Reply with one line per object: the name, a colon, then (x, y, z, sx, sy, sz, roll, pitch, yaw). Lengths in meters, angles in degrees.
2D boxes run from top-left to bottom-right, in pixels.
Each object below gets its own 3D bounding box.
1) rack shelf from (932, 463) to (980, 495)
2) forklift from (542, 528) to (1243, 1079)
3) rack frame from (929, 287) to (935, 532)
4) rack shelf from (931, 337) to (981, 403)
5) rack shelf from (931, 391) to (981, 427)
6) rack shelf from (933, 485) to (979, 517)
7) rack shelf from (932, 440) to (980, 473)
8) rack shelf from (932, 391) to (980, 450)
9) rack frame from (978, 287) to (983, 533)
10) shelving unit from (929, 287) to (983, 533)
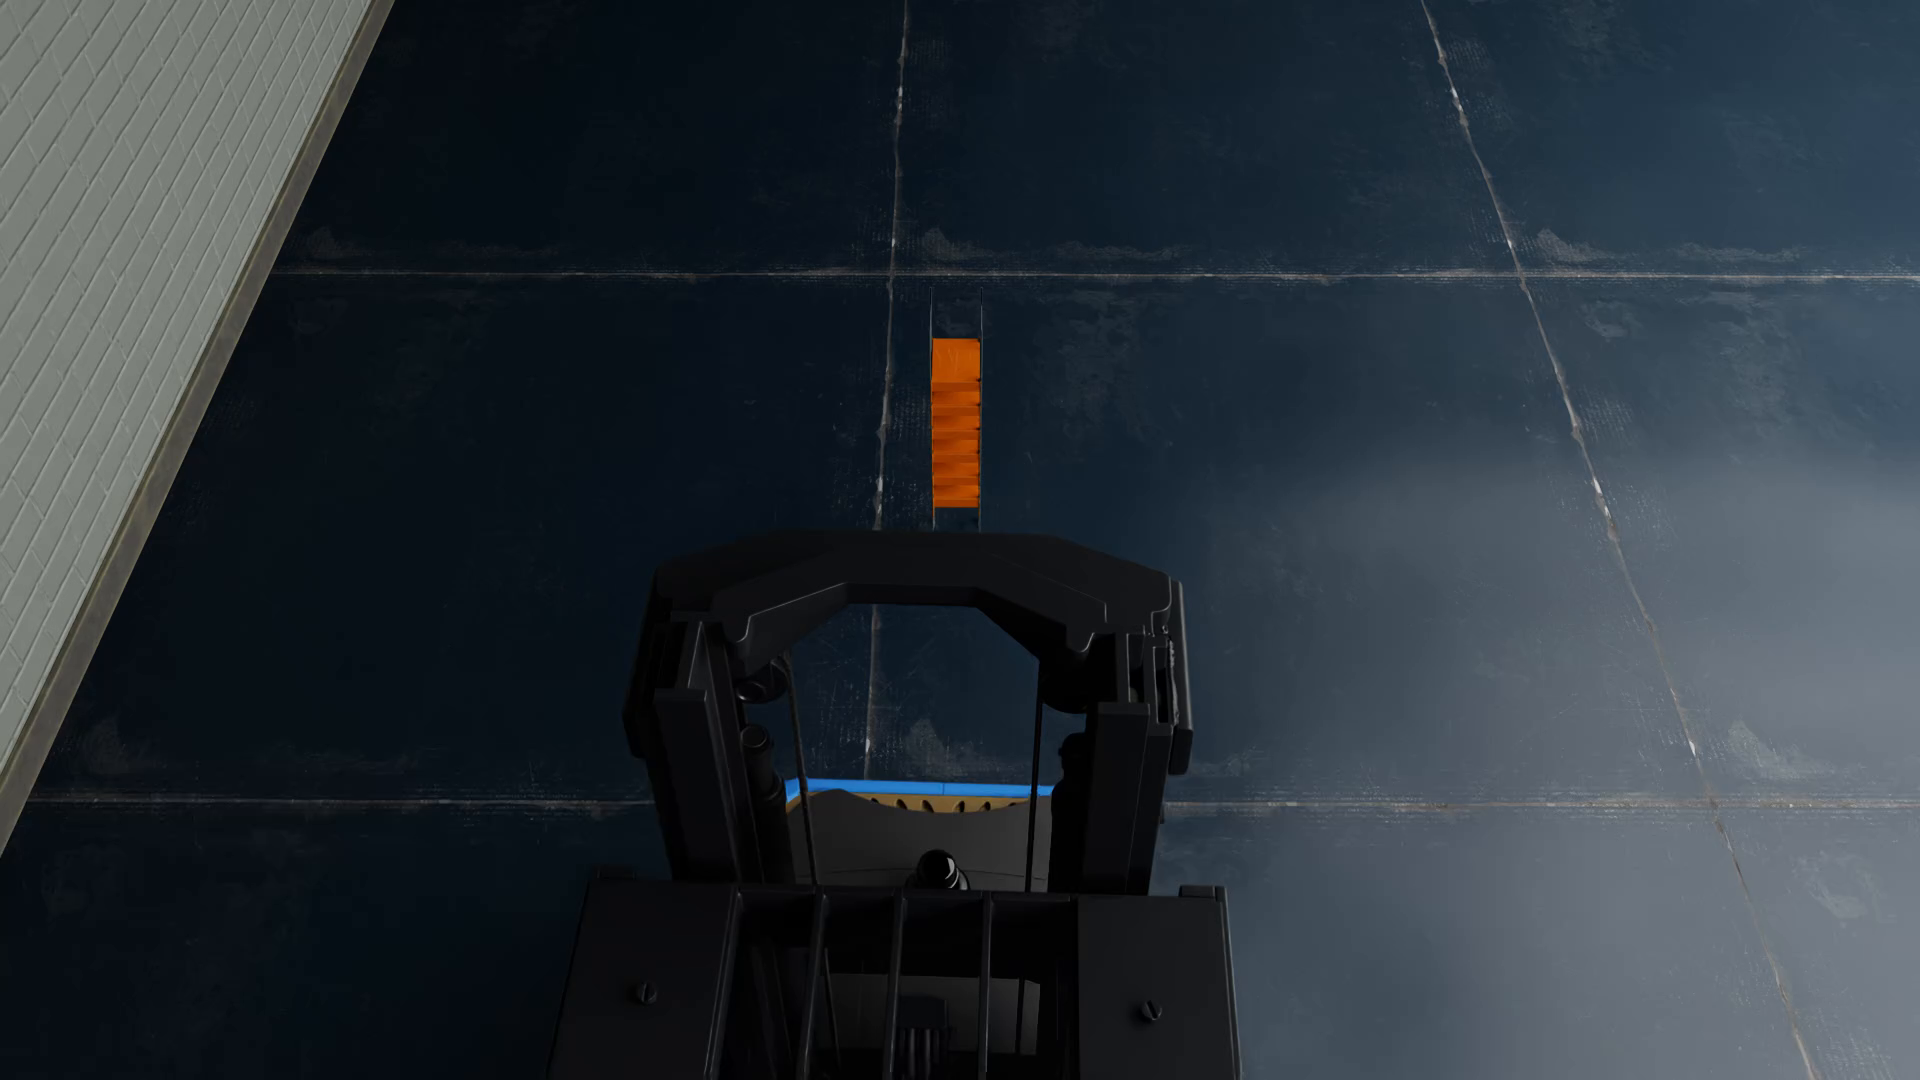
rack shelf: (-0.014, -0.297, 6.431, 0.180, 0.103, 0.258, 0, 47, 0)
forklift: (-0.102, 1.493, 3.358, 1.130, 2.935, 3.031, 2, 47, 1)
rack frame: (-0.106, -0.409, 6.311, 0.006, 1.200, 0.240, 0, 47, 0)
rack shelf: (-0.014, -0.624, 6.080, 0.180, 0.103, 0.258, 0, 47, 0)
rack shelf: (-0.014, -0.542, 6.168, 0.180, 0.103, 0.258, 0, 47, 0)
rack shelf: (-0.014, -0.215, 6.519, 0.180, 0.103, 0.258, 0, 47, 0)
rack shelf: (-0.014, -0.379, 6.343, 0.180, 0.103, 0.258, 0, 47, 0)
rack shelf: (-0.014, -0.460, 6.256, 0.180, 0.103, 0.258, 0, 47, 0)
rack frame: (0.077, -0.409, 6.311, 0.006, 1.200, 0.240, 0, 47, 0)
shelving unit: (-0.014, -0.409, 6.311, 0.189, 1.200, 0.258, 0, 47, 0)
